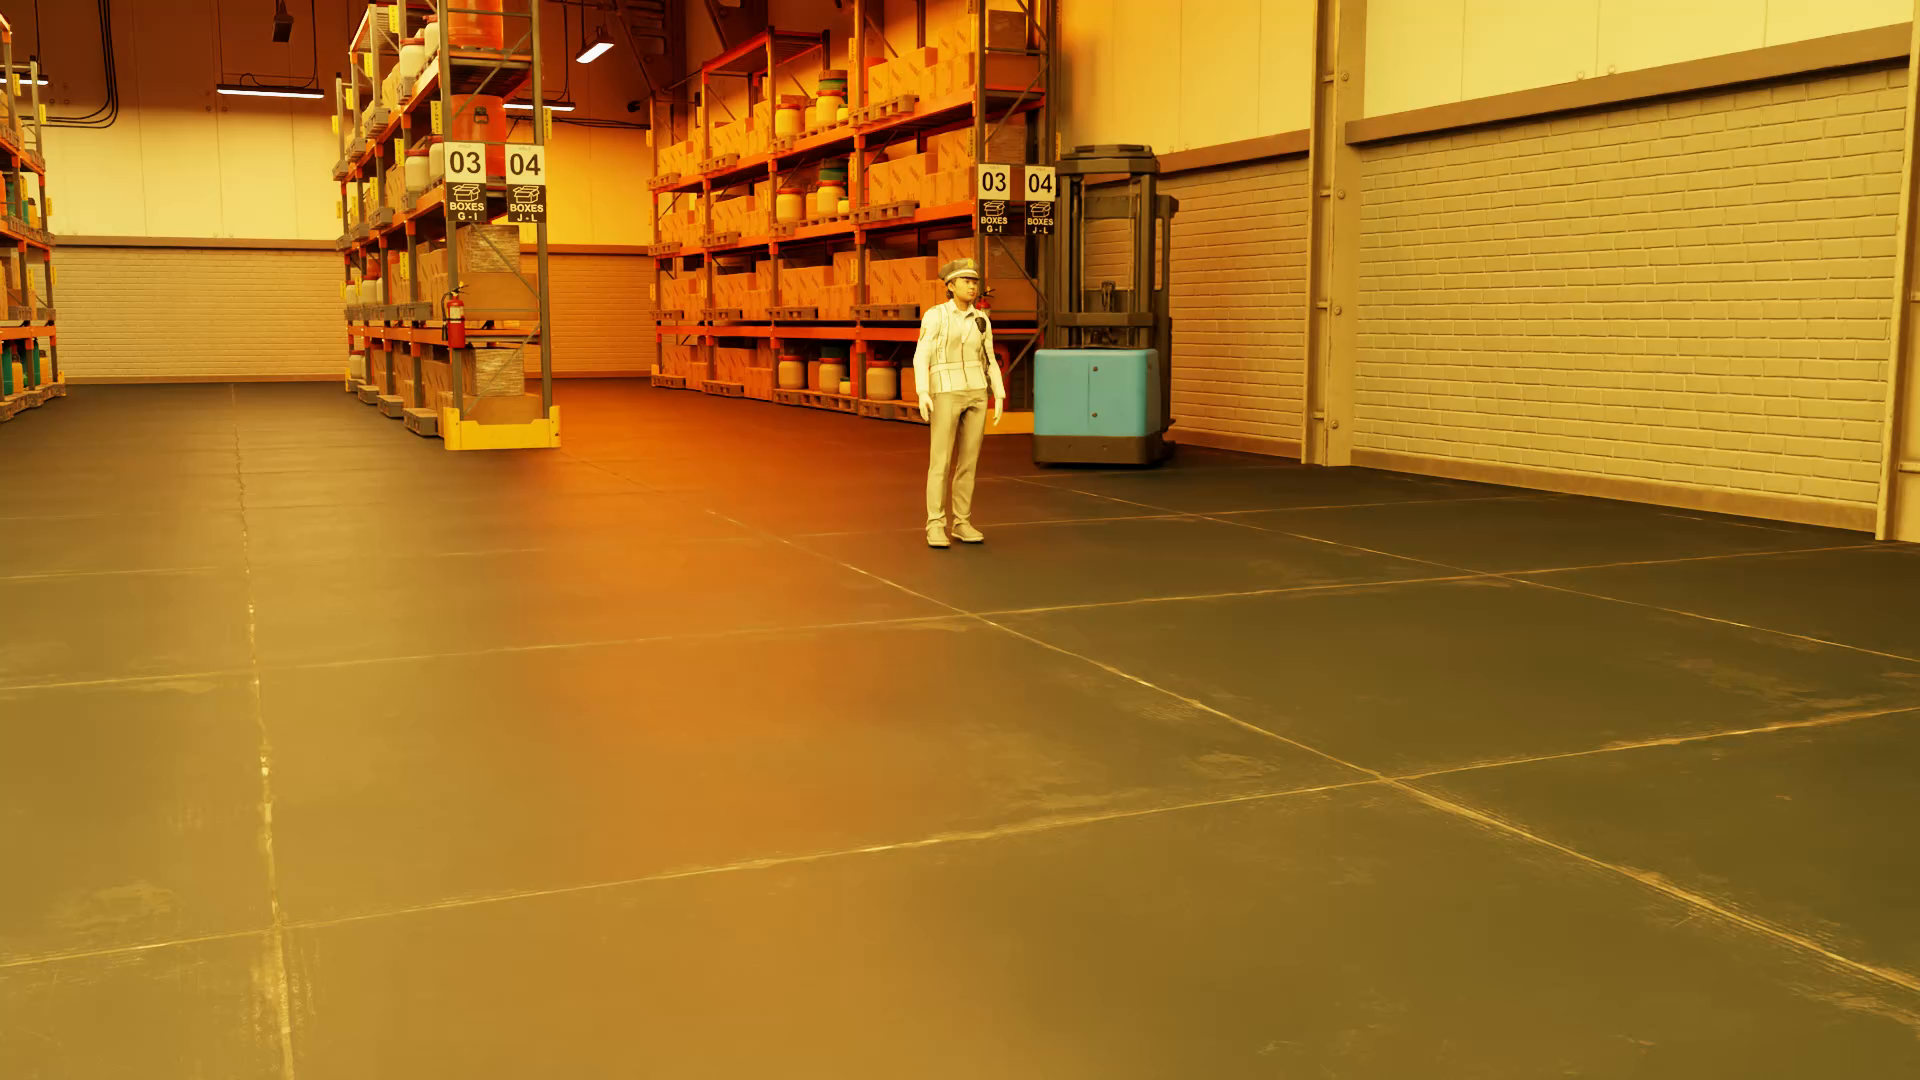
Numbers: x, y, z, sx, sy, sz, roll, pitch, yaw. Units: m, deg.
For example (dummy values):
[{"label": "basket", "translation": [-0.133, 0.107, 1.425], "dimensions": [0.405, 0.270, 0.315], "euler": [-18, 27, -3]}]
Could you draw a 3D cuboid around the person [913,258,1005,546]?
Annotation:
[{"label": "person", "translation": [0.021, -0.839, 9.976], "dimensions": [0.586, 1.694, 0.530], "euler": [-3, 8, -23]}]

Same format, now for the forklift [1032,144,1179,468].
[{"label": "forklift", "translation": [1.507, -2.260, 16.086], "dimensions": [1.130, 2.935, 3.031], "euler": [2, 8, 14]}]
